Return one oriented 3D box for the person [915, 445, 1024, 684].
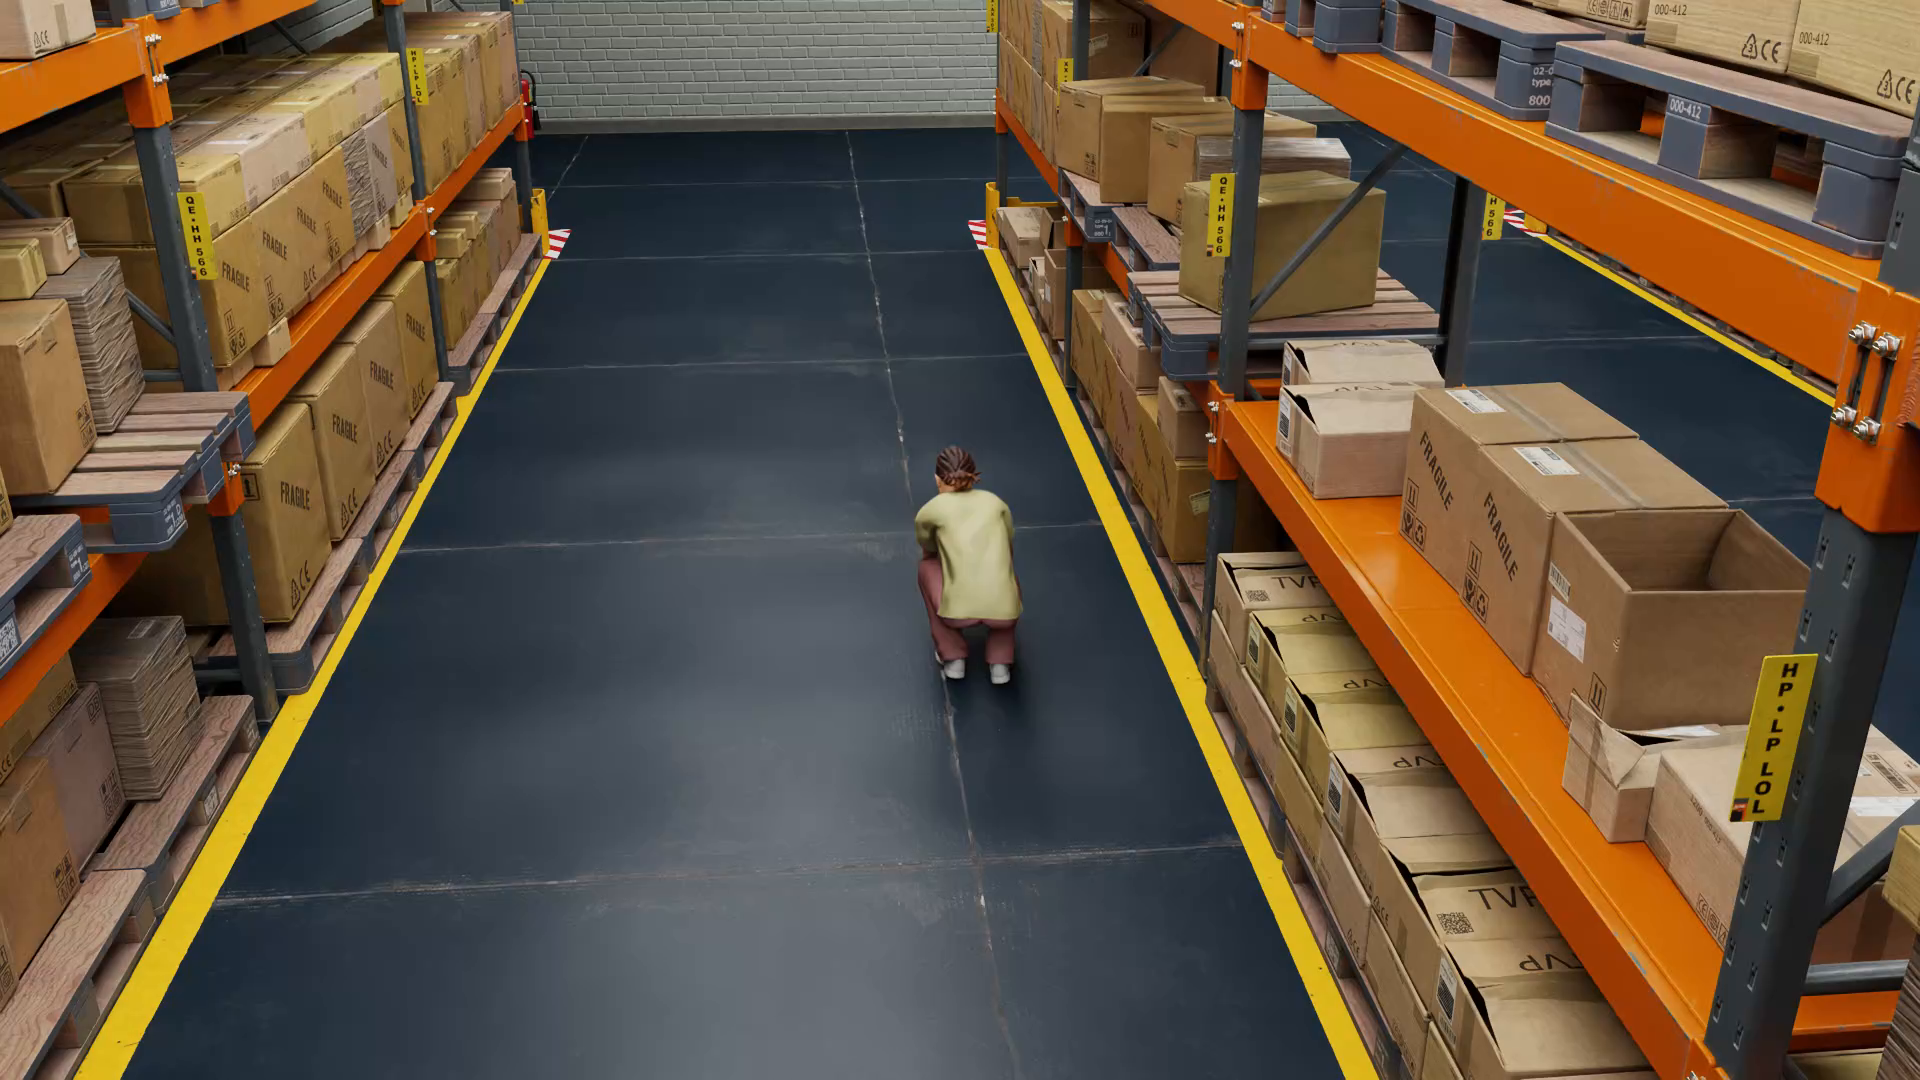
[{"bbox_3d":[0.041,0.098,7.313,0.471,0.933,0.802,-2,24,-4],"label":"person"}]
